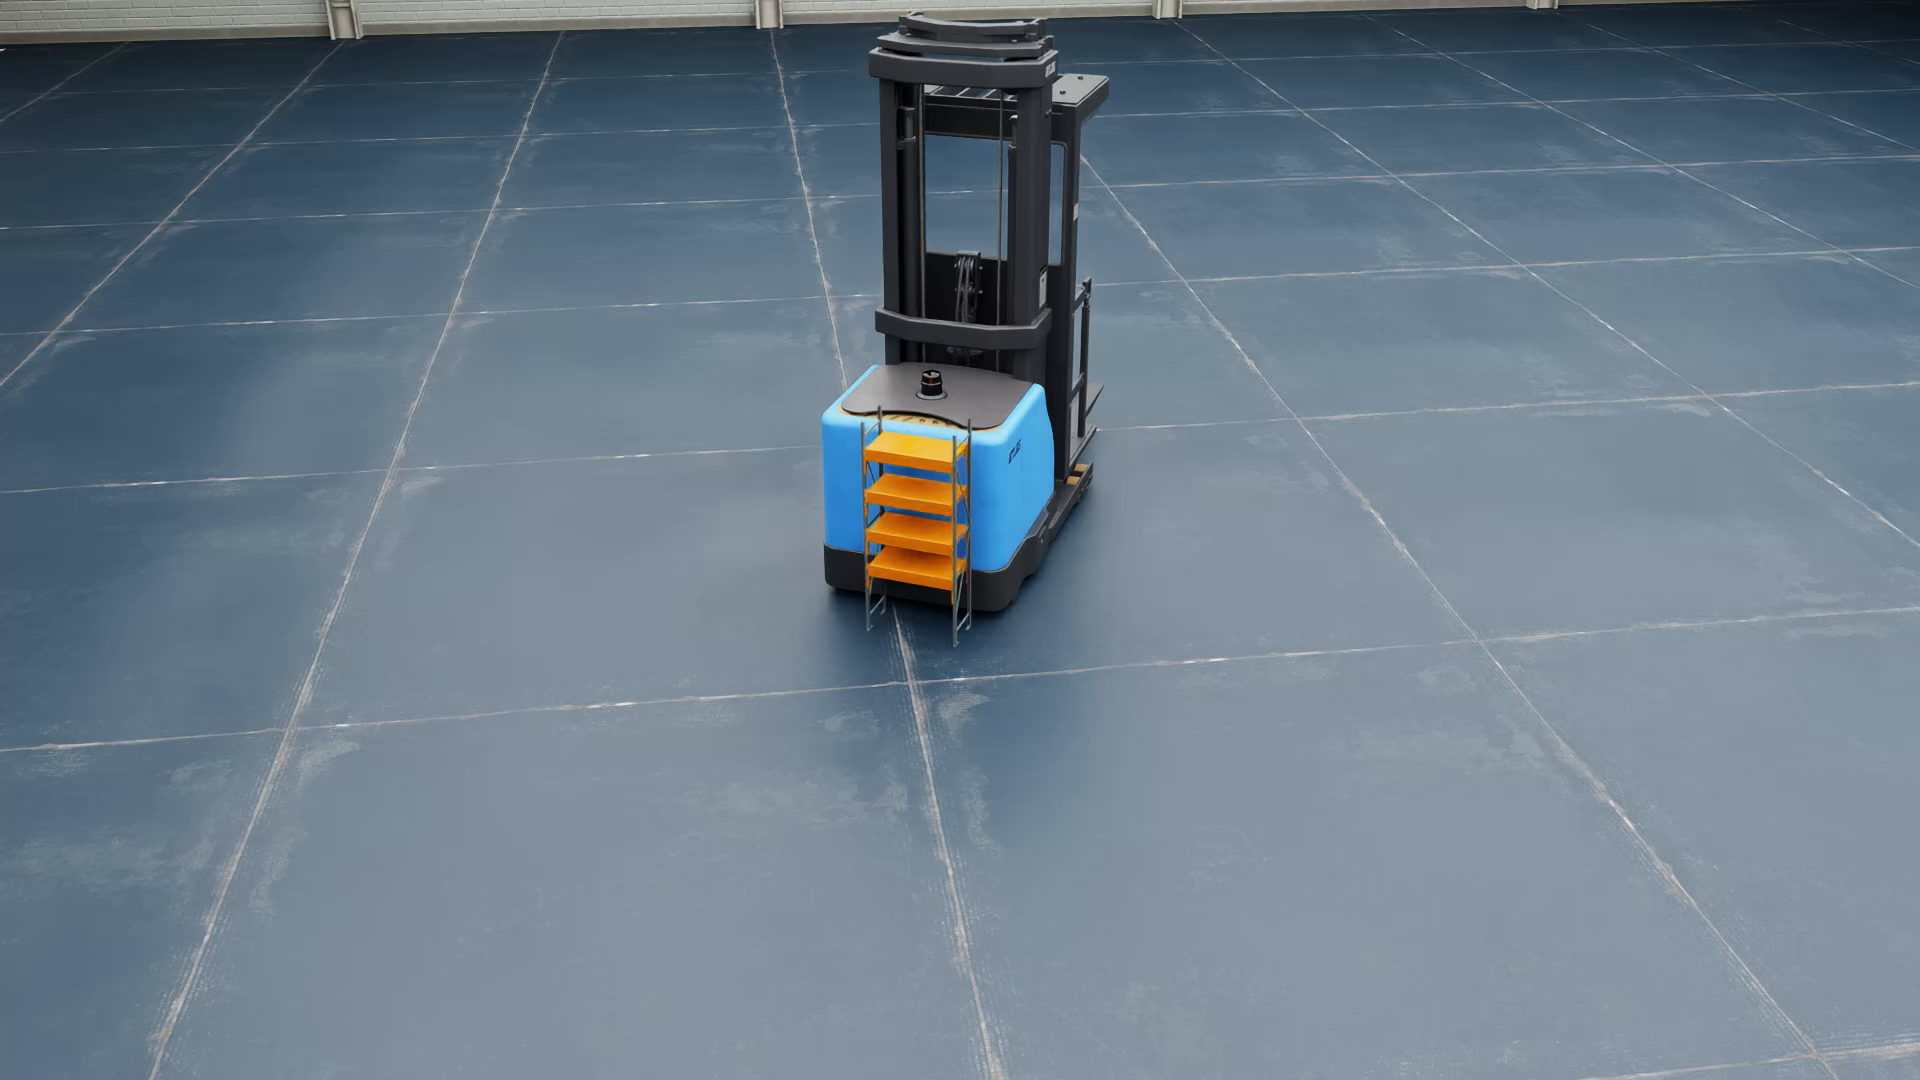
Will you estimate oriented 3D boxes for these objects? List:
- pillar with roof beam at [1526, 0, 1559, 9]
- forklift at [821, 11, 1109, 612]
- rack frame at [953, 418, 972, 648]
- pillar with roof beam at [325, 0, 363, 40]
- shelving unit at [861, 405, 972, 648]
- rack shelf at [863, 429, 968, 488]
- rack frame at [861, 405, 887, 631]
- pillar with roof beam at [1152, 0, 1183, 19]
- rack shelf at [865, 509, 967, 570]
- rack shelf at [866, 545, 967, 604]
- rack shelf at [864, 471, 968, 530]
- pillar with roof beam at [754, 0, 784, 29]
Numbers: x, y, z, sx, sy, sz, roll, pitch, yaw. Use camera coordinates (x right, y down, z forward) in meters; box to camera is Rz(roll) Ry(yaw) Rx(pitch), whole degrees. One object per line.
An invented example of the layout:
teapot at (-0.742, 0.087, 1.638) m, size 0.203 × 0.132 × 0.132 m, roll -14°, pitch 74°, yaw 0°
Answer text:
pillar with roof beam at (9.679, -10.383, 20.128) m, size 0.400 × 9.000 × 9.100 m, roll -4°, pitch 27°, yaw -7°
forklift at (0.194, -1.577, 9.613) m, size 1.130 × 2.935 × 3.031 m, roll 8°, pitch 28°, yaw 16°
rack frame at (0.011, -0.026, 8.487) m, size 0.015 × 1.200 × 0.240 m, roll 10°, pitch 29°, yaw 18°
pillar with roof beam at (-8.145, -9.238, 17.896) m, size 0.400 × 9.000 × 9.100 m, roll -4°, pitch 27°, yaw -7°
shelving unit at (-0.218, -0.065, 8.562) m, size 0.503 × 1.200 × 0.258 m, roll 10°, pitch 29°, yaw 18°
rack shelf at (-0.218, -0.414, 8.382) m, size 0.480 × 0.148 × 0.258 m, roll 10°, pitch 29°, yaw 18°
rack frame at (-0.447, -0.103, 8.637) m, size 0.015 × 1.200 × 0.240 m, roll 10°, pitch 29°, yaw 18°
pillar with roof beam at (3.738, -10.001, 19.384) m, size 0.400 × 9.000 × 9.100 m, roll -4°, pitch 27°, yaw -7°
rack shelf at (-0.218, -0.005, 8.593) m, size 0.480 × 0.148 × 0.258 m, roll 10°, pitch 29°, yaw 18°
rack shelf at (-0.218, 0.172, 8.683) m, size 0.480 × 0.148 × 0.258 m, roll 10°, pitch 29°, yaw 18°
rack shelf at (-0.218, -0.204, 8.490) m, size 0.480 × 0.148 × 0.258 m, roll 10°, pitch 29°, yaw 18°
pillar with roof beam at (-2.204, -9.619, 18.640) m, size 0.400 × 9.000 × 9.100 m, roll -4°, pitch 27°, yaw -7°
